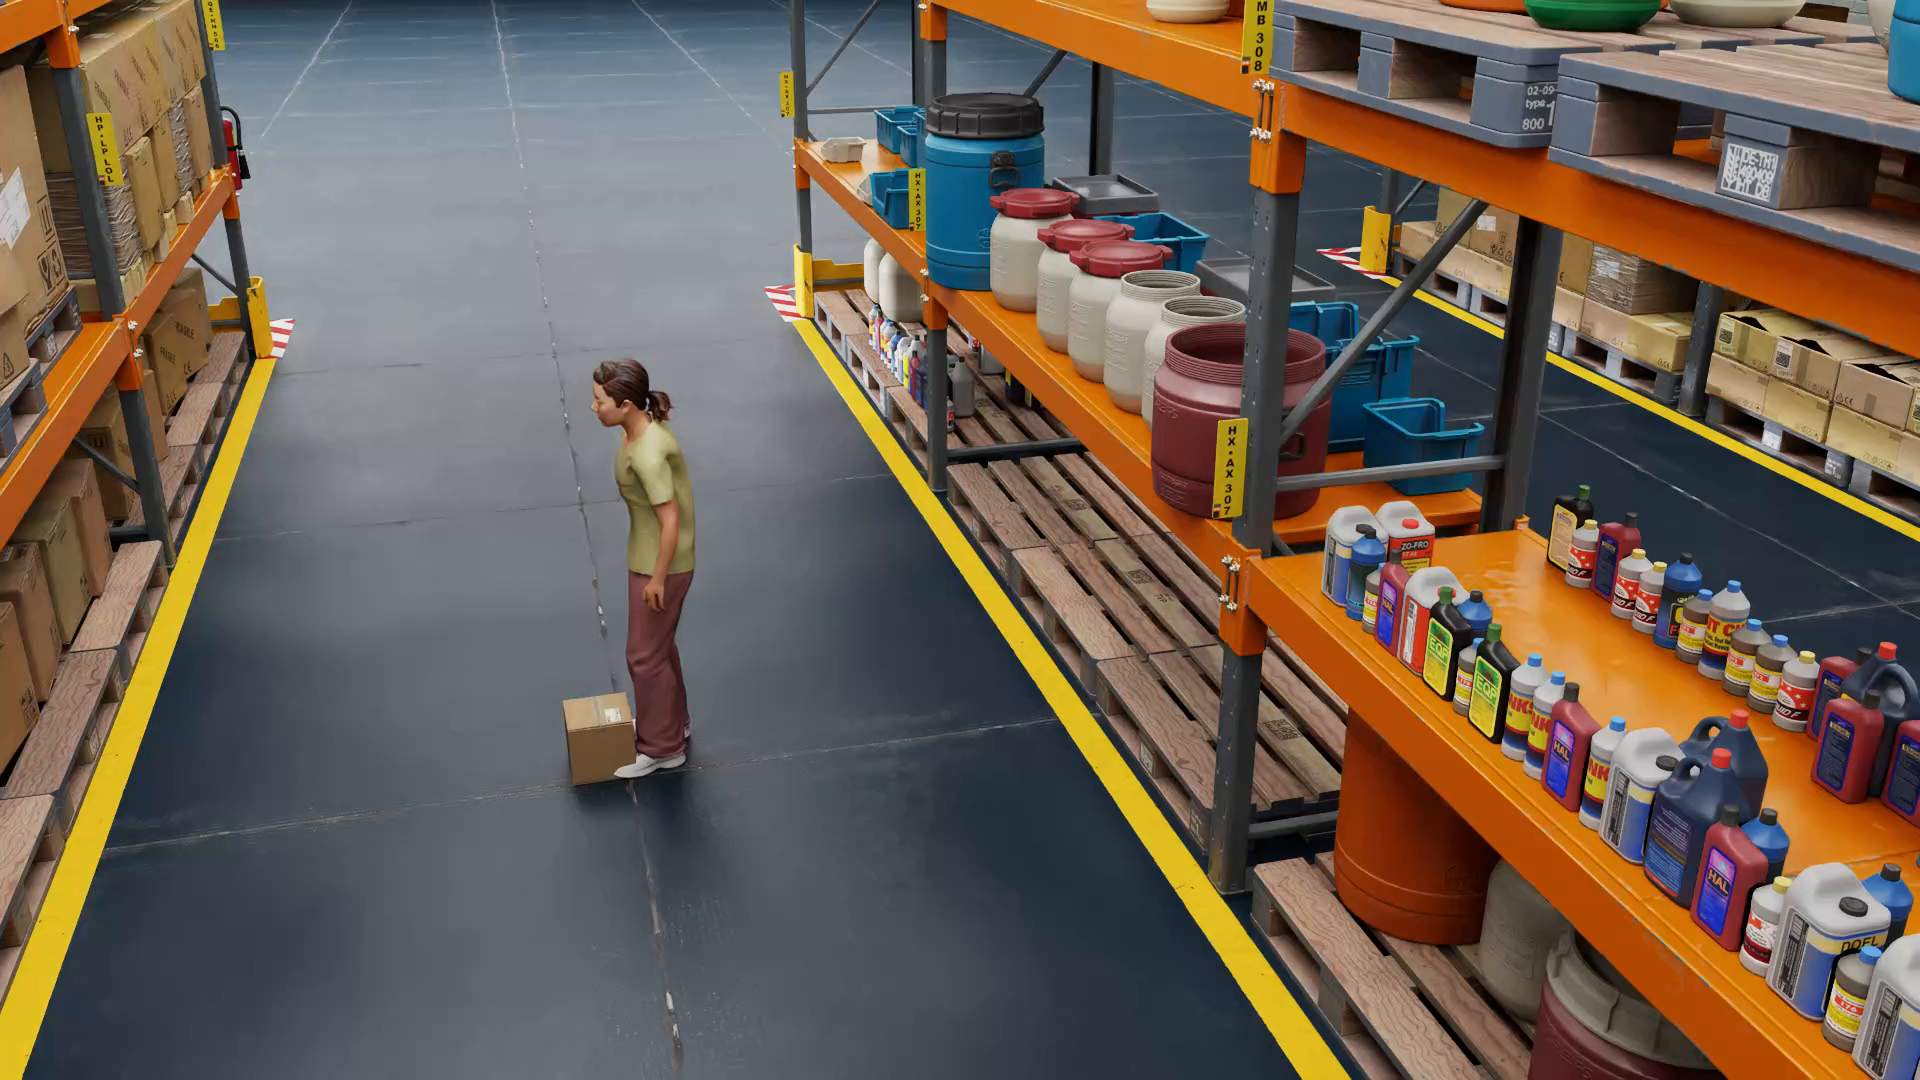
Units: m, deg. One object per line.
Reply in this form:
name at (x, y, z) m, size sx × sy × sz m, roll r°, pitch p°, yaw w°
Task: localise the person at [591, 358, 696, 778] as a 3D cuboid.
person at (-1.210, 0.101, 6.360) m, size 0.409 × 1.672 × 0.497 m, roll -6°, pitch 24°, yaw -14°
